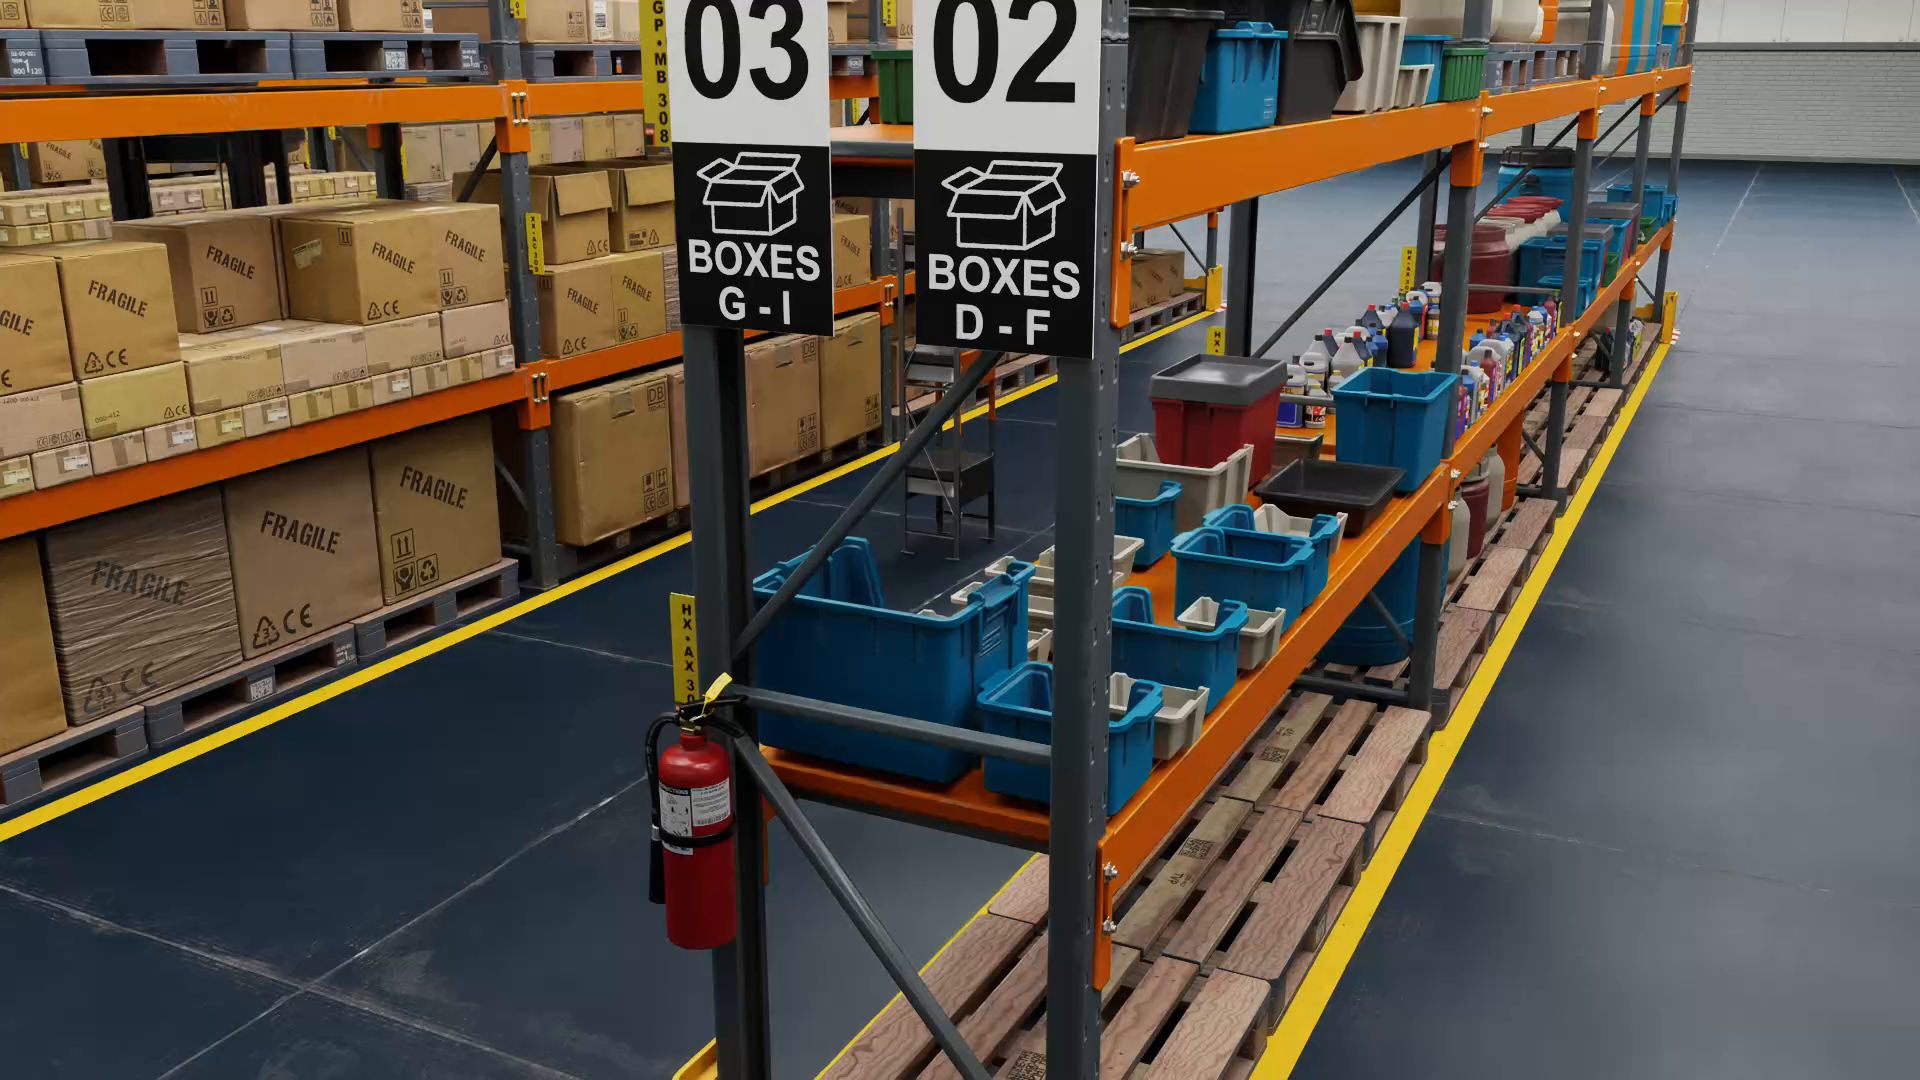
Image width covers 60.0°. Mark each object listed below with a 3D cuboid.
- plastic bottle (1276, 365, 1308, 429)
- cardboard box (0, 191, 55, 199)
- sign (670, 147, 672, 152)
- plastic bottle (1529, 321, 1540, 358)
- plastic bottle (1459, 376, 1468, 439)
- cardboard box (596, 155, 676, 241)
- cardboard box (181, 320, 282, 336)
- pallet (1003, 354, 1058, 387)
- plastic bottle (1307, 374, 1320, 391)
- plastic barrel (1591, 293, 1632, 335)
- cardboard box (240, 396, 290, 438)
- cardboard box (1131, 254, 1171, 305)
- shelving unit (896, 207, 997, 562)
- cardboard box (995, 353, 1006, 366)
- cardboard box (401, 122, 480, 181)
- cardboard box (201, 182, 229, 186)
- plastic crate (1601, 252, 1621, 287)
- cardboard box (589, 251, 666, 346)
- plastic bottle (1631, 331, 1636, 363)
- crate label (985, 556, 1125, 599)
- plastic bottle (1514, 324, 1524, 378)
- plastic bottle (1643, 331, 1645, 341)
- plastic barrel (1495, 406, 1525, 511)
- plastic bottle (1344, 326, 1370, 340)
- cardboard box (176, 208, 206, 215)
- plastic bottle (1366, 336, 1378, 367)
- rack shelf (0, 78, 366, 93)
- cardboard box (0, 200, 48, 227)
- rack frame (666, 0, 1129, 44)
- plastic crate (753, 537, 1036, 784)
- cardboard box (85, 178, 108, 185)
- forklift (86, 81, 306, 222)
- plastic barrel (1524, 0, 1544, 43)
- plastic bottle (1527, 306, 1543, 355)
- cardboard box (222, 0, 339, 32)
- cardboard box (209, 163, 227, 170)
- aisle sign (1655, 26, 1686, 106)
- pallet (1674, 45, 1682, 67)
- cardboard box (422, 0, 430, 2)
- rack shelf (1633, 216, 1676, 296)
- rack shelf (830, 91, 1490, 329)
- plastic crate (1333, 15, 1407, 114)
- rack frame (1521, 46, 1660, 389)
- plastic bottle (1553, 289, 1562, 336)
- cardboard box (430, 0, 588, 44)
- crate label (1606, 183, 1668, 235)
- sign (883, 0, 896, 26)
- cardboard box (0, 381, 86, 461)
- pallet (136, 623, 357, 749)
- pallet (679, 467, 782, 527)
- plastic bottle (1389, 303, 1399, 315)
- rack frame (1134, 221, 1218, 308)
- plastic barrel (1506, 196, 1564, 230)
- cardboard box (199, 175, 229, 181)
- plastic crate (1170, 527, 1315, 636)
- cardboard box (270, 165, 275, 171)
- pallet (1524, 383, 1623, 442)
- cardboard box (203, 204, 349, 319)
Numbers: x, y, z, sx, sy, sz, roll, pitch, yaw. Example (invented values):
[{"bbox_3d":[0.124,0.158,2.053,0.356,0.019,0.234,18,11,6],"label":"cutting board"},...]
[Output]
[{"bbox_3d":[1.525,-0.668,7.724,0.152,0.276,0.135,8,18,25],"label":"plastic bottle"},{"bbox_3d":[-6.943,-2.500,12.333,0.380,0.149,0.250,7,18,24],"label":"cardboard box"},{"bbox_3d":[-3.120,-4.361,18.045,0.100,0.325,0.005,8,18,25],"label":"sign"},{"bbox_3d":[3.238,-1.143,9.452,0.097,0.201,0.097,0,17,0],"label":"plastic bottle"},{"bbox_3d":[2.244,-0.603,7.492,0.061,0.283,0.133,8,18,25],"label":"plastic bottle"},{"bbox_3d":[-1.934,-2.242,10.869,0.797,0.503,0.637,9,19,27],"label":"cardboard box"},{"bbox_3d":[-3.690,-0.942,8.168,0.500,0.250,0.500,9,19,27],"label":"cardboard box"},{"bbox_3d":[0.436,-1.719,15.940,1.003,0.211,1.213,8,18,25],"label":"pallet"},{"bbox_3d":[1.667,-0.692,7.934,0.097,0.201,0.097,0,17,0],"label":"plastic bottle"},{"bbox_3d":[6.551,-2.346,16.788,0.421,0.512,0.421,0,17,0],"label":"plastic barrel"},{"bbox_3d":[-3.324,-0.584,7.665,0.380,0.149,0.250,8,19,26],"label":"cardboard box"},{"bbox_3d":[2.039,-2.962,18.882,0.500,0.500,0.500,14,22,40],"label":"cardboard box"},{"bbox_3d":[-0.074,-0.964,10.083,0.431,2.100,0.503,8,18,25],"label":"shelving unit"},{"bbox_3d":[0.009,-1.851,15.107,0.700,0.500,0.500,6,18,21],"label":"cardboard box"},{"bbox_3d":[-4.963,-3.661,15.651,0.700,0.500,0.500,8,18,25],"label":"cardboard box"},{"bbox_3d":[-5.786,-2.746,13.159,0.380,0.149,0.250,9,19,28],"label":"cardboard box"},{"bbox_3d":[4.688,-2.043,12.506,0.450,0.188,0.662,8,18,25],"label":"plastic crate"},{"bbox_3d":[-2.139,-1.478,10.056,0.500,0.500,0.500,8,18,25],"label":"cardboard box"},{"bbox_3d":[6.141,-1.770,15.214,0.061,0.283,0.133,9,19,28],"label":"plastic bottle"},{"bbox_3d":[0.299,0.154,5.097,0.396,0.136,0.243,8,18,25],"label":"crate label"},{"bbox_3d":[2.974,-1.020,8.894,0.061,0.283,0.133,8,18,25],"label":"plastic bottle"},{"bbox_3d":[6.572,-1.989,16.093,0.097,0.201,0.097,0,17,0],"label":"plastic bottle"},{"bbox_3d":[3.223,-0.639,10.482,0.600,0.830,0.708,8,18,25],"label":"plastic barrel"},{"bbox_3d":[2.078,-0.983,8.784,0.152,0.276,0.135,8,18,25],"label":"plastic bottle"},{"bbox_3d":[-6.015,-2.473,12.764,0.380,0.149,0.250,8,18,24],"label":"cardboard box"},{"bbox_3d":[2.094,-0.911,8.548,0.097,0.271,0.097,0,17,0],"label":"plastic bottle"},{"bbox_3d":[-6.291,-3.476,12.953,1.077,0.370,4.000,8,18,25],"label":"rack shelf"},{"bbox_3d":[-6.597,-2.281,11.594,0.380,0.149,0.250,9,19,28],"label":"cardboard box"},{"bbox_3d":[-0.149,-2.443,2.945,1.000,3.000,0.127,8,18,25],"label":"rack frame"},{"bbox_3d":[-0.166,0.278,4.153,0.616,0.435,0.499,8,18,25],"label":"plastic crate"},{"bbox_3d":[-9.239,-3.768,17.644,0.380,0.149,0.250,7,18,22],"label":"cardboard box"},{"bbox_3d":[-4.943,-1.718,11.162,1.130,2.935,3.031,-3,17,-9],"label":"forklift"},{"bbox_3d":[3.078,-2.886,9.210,0.301,0.262,0.301,0,17,0],"label":"plastic barrel"},{"bbox_3d":[3.282,-1.201,9.525,0.097,0.271,0.097,0,17,0],"label":"plastic bottle"},{"bbox_3d":[-3.333,-2.608,7.679,0.700,0.500,0.500,9,19,28],"label":"cardboard box"},{"bbox_3d":[-8.541,-4.503,18.980,0.500,0.500,0.500,9,19,27],"label":"cardboard box"},{"bbox_3d":[7.299,-4.869,17.085,0.394,0.787,0.004,8,18,25],"label":"aisle sign"},{"bbox_3d":[6.543,-4.792,16.453,1.003,0.211,1.213,8,18,25],"label":"pallet"},{"bbox_3d":[-4.871,-5.105,16.088,0.500,0.500,0.500,8,18,25],"label":"cardboard box"},{"bbox_3d":[6.107,-2.788,15.908,1.077,0.370,4.000,8,18,25],"label":"rack shelf"},{"bbox_3d":[0.745,-1.170,5.190,1.077,0.370,4.000,8,18,25],"label":"rack shelf"},{"bbox_3d":[1.118,-1.474,5.157,0.437,0.282,0.530,8,18,25],"label":"plastic crate"},{"bbox_3d":[5.213,-2.624,14.090,1.000,3.000,0.127,8,18,25],"label":"rack frame"},{"bbox_3d":[3.627,-1.392,10.147,0.061,0.283,0.133,8,18,25],"label":"plastic bottle"},{"bbox_3d":[-2.542,-3.052,9.352,0.700,0.500,0.500,9,19,27],"label":"cardboard box"},{"bbox_3d":[6.420,-3.156,15.821,0.502,0.435,0.616,8,18,25],"label":"crate label"},{"bbox_3d":[-0.512,-3.886,12.025,0.100,0.325,0.005,8,18,25],"label":"sign"},{"bbox_3d":[-3.897,-0.489,6.644,0.500,0.250,0.500,8,18,25],"label":"cardboard box"},{"bbox_3d":[-3.746,0.616,8.079,1.003,0.211,1.213,8,18,25],"label":"pallet"},{"bbox_3d":[-1.971,-0.398,11.492,1.003,0.211,1.213,8,18,25],"label":"pallet"},{"bbox_3d":[2.498,-1.238,9.649,0.097,0.271,0.097,0,17,0],"label":"plastic bottle"},{"bbox_3d":[2.570,-4.273,19.642,1.000,3.000,0.127,8,18,25],"label":"rack frame"},{"bbox_3d":[4.590,-2.473,13.344,0.433,0.535,0.433,0,17,0],"label":"plastic barrel"},{"bbox_3d":[-6.127,-2.967,13.904,0.380,0.149,0.250,7,18,23],"label":"cardboard box"},{"bbox_3d":[0.844,0.128,5.014,0.416,0.233,0.300,8,18,25],"label":"plastic crate"},{"bbox_3d":[-8.200,-4.365,19.654,0.380,0.149,0.250,8,18,24],"label":"cardboard box"},{"bbox_3d":[4.897,-1.082,13.797,1.003,0.211,1.213,8,18,25],"label":"pallet"},{"bbox_3d":[-3.462,-1.433,8.503,0.500,0.500,0.500,8,18,25],"label":"cardboard box"}]
